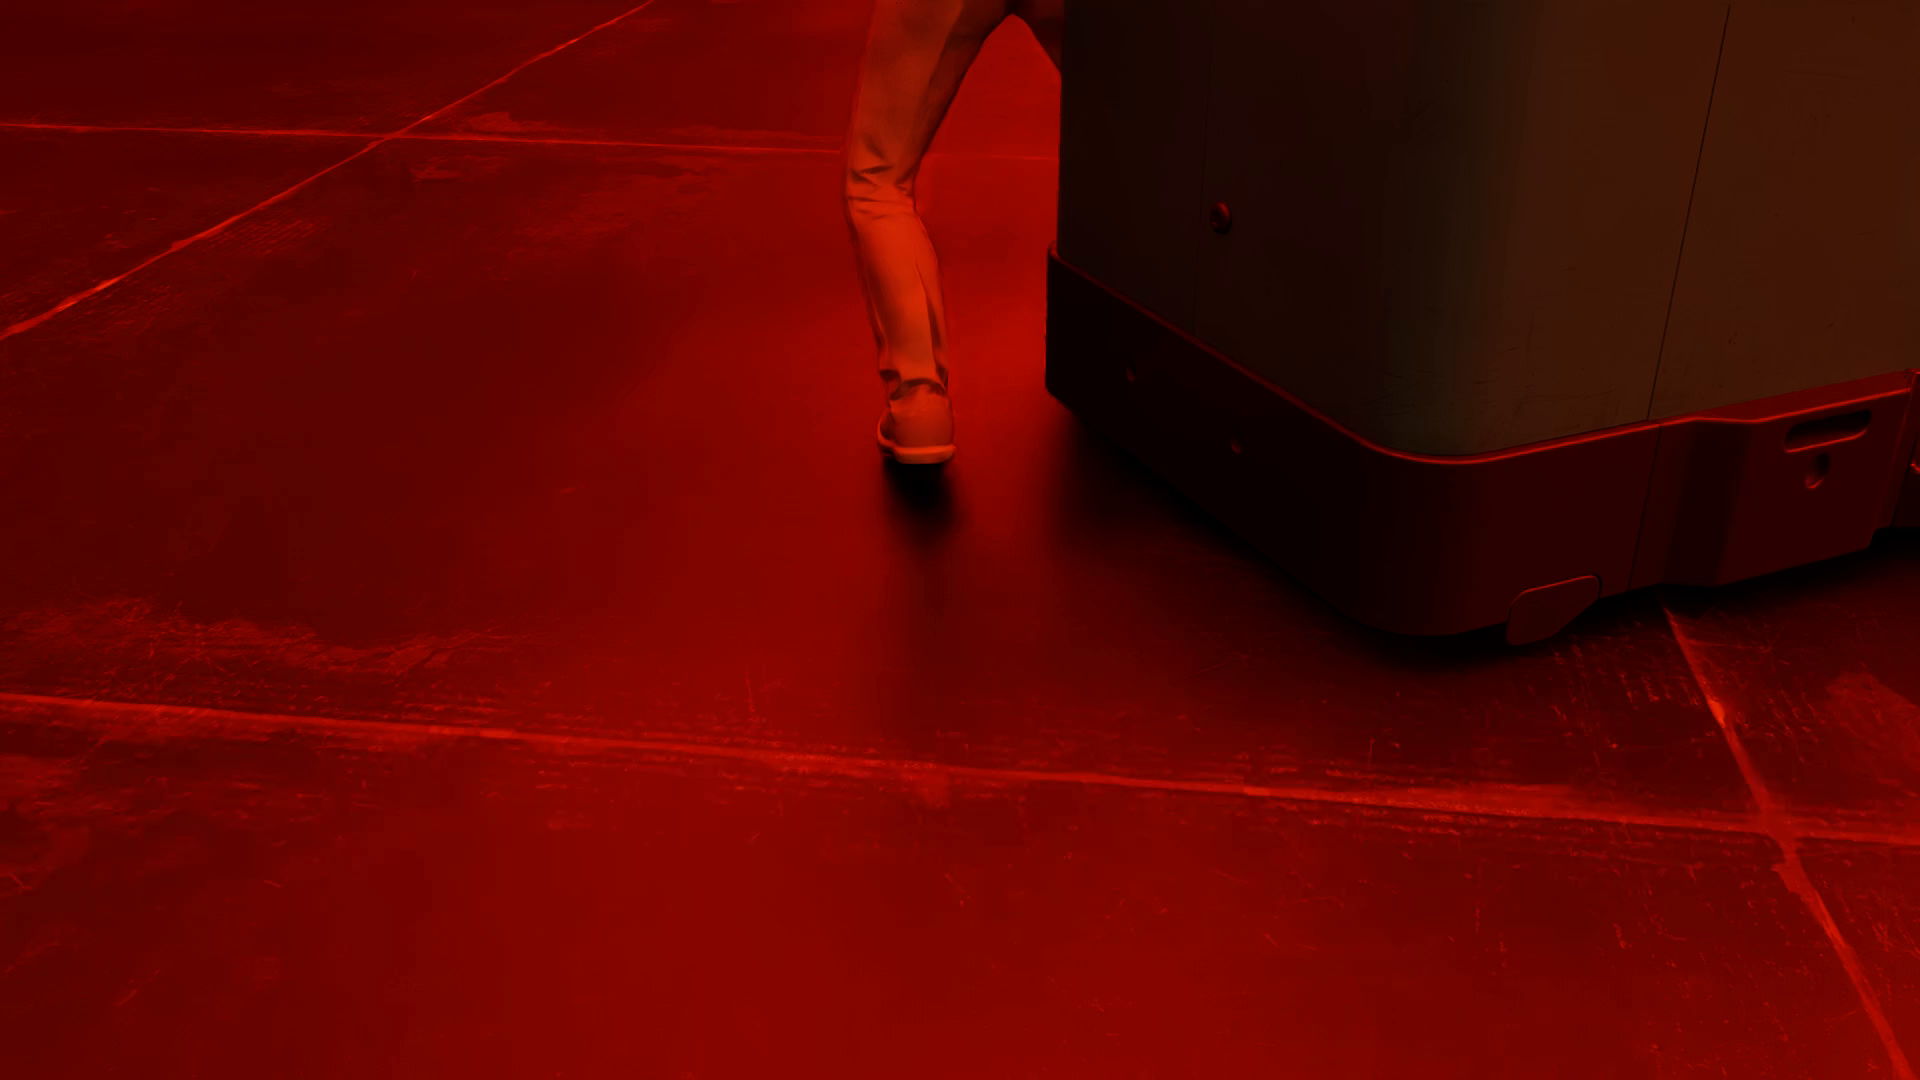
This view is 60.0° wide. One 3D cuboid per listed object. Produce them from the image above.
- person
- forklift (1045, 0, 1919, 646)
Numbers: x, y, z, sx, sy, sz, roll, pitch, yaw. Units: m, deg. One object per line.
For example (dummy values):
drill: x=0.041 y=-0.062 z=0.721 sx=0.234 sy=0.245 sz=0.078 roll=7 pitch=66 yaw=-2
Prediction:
person: x=0.138 y=-0.950 z=2.676 sx=0.713 sy=1.556 sz=0.841 roll=-5 pitch=27 yaw=-10
forklift: x=1.711 y=-1.596 z=2.415 sx=3.031 sy=2.935 sz=1.130 roll=-11 pitch=29 yaw=-21
